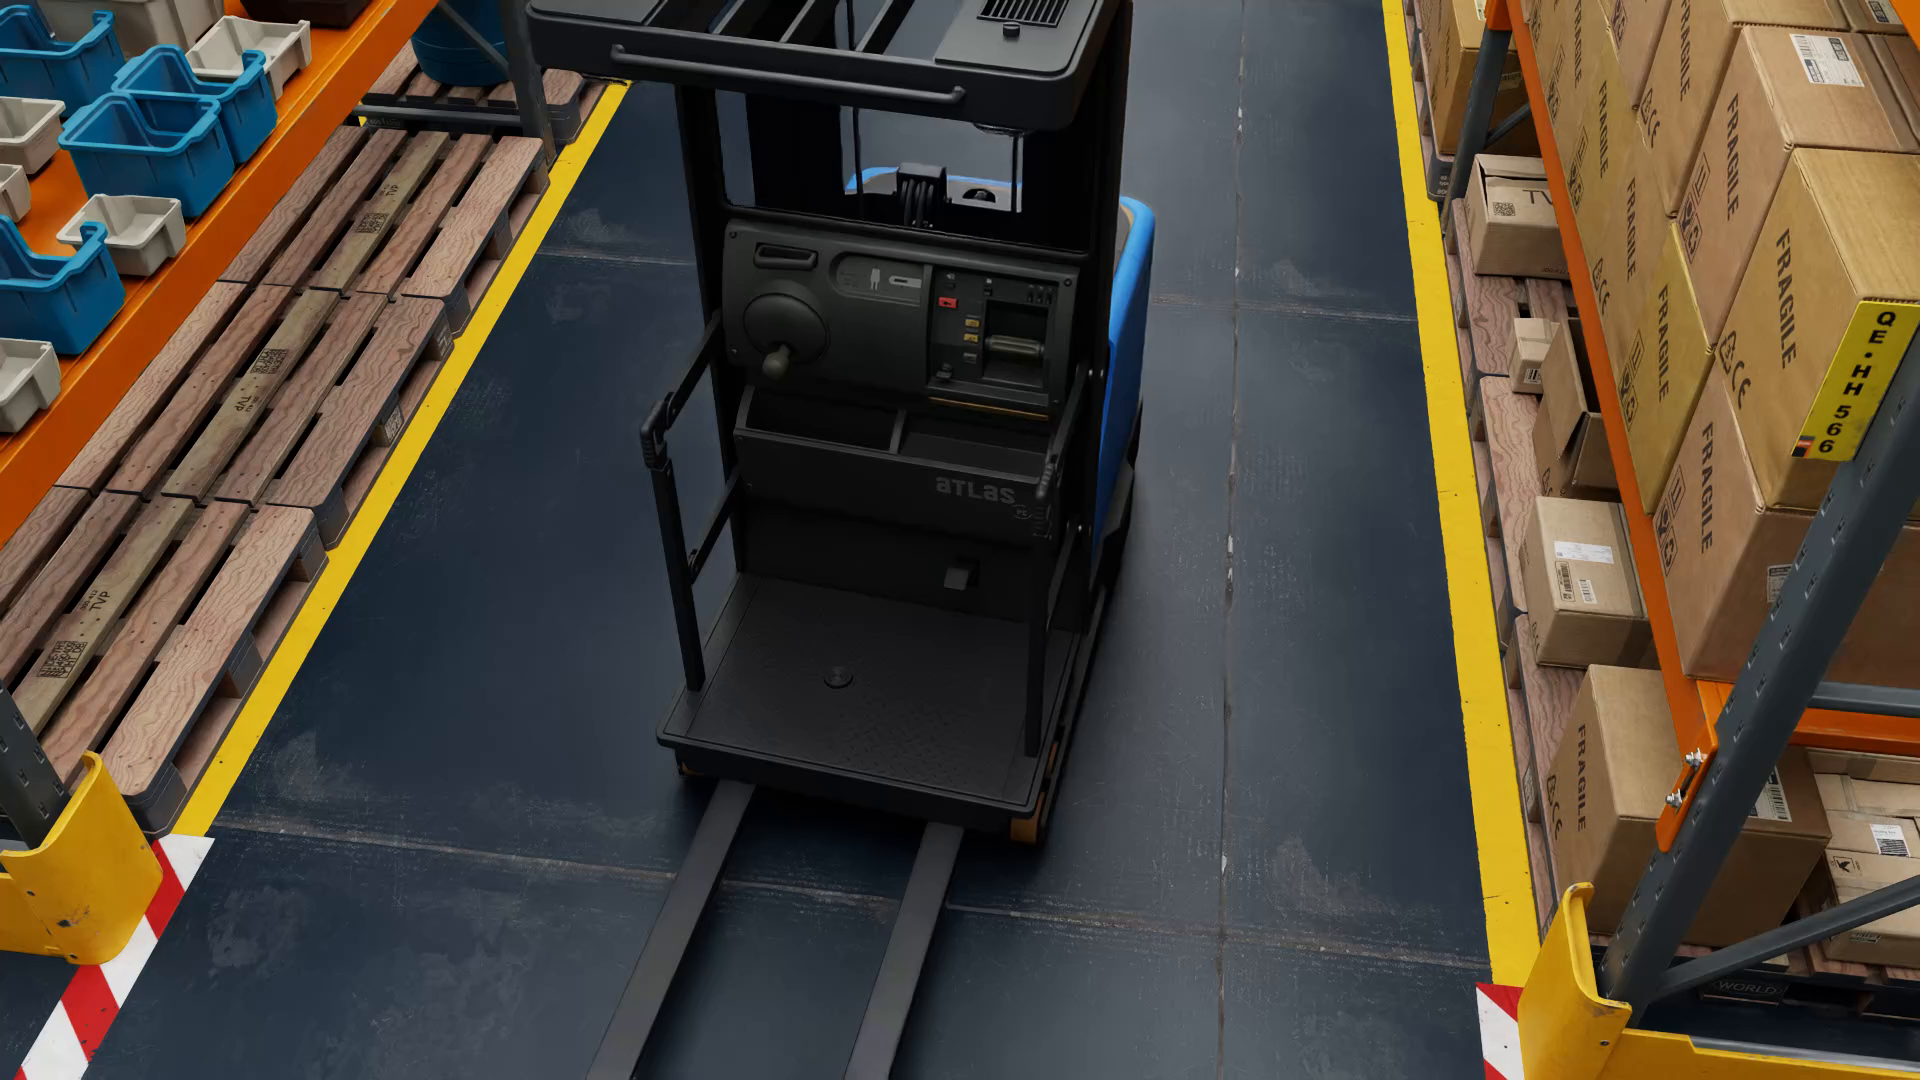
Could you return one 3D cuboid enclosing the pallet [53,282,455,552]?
[{"bbox_3d":[-2.560,-0.488,6.112,1.003,0.211,1.213,5,44,6],"label":"pallet"}]

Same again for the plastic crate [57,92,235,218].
[{"bbox_3d":[-2.338,-1.109,4.818,0.416,0.233,0.300,5,44,6],"label":"plastic crate"}]

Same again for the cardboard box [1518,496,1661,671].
[{"bbox_3d":[2.022,0.141,5.099,0.500,0.250,0.500,5,44,6],"label":"cardboard box"}]

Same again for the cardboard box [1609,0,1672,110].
[{"bbox_3d":[2.023,-1.436,4.285,0.500,0.500,0.500,6,44,7],"label":"cardboard box"}]

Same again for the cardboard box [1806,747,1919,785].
[{"bbox_3d":[2.458,0.493,4.727,0.500,0.250,0.500,5,44,6],"label":"cardboard box"}]

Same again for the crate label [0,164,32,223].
[{"bbox_3d":[-2.877,-0.999,4.772,0.396,0.136,0.243,5,44,6],"label":"crate label"}]

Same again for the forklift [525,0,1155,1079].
[{"bbox_3d":[-0.215,-0.481,4.126,1.130,2.935,3.031,10,44,10],"label":"forklift"}]

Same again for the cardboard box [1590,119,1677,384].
[{"bbox_3d":[1.964,-0.720,4.256,0.500,0.500,0.500,6,44,6],"label":"cardboard box"}]

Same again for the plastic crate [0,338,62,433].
[{"bbox_3d":[-2.387,-0.388,4.126,0.250,0.136,0.298,5,44,6],"label":"plastic crate"}]

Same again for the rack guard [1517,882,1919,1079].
[{"bbox_3d":[2.049,1.196,4.123,1.175,0.500,0.348,5,44,6],"label":"rack guard"}]

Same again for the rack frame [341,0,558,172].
[{"bbox_3d":[-2.342,-2.839,6.566,1.000,3.000,0.127,5,44,6],"label":"rack frame"}]

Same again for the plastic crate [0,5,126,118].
[{"bbox_3d":[-2.854,-1.497,5.227,0.416,0.233,0.300,5,44,6],"label":"plastic crate"}]

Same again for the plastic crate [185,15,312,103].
[{"bbox_3d":[-2.274,-1.551,5.354,0.293,0.136,0.466,5,44,6],"label":"plastic crate"}]

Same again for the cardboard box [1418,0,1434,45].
[{"bbox_3d":[2.489,-2.678,7.895,0.500,0.500,0.500,6,44,6],"label":"cardboard box"}]

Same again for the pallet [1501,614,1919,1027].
[{"bbox_3d":[2.153,0.758,4.797,1.003,0.211,1.213,5,44,6],"label":"pallet"}]

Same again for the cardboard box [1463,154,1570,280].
[{"bbox_3d":[2.297,-1.303,6.580,0.500,0.311,0.500,5,44,6],"label":"cardboard box"}]

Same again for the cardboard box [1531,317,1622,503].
[{"bbox_3d":[2.324,-0.358,5.443,0.797,0.503,0.637,5,44,6],"label":"cardboard box"}]

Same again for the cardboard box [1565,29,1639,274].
[{"bbox_3d":[2.031,-1.063,4.618,0.500,0.500,0.500,5,44,5],"label":"cardboard box"}]

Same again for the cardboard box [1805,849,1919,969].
[{"bbox_3d":[2.435,0.961,4.306,0.380,0.149,0.250,5,44,6],"label":"cardboard box"}]

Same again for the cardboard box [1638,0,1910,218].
[{"bbox_3d":[1.955,-1.086,3.915,0.500,0.500,0.500,6,44,7],"label":"cardboard box"}]

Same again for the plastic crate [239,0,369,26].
[{"bbox_3d":[-2.224,-1.973,5.809,0.437,0.125,0.590,5,44,6],"label":"plastic crate"}]

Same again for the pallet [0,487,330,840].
[{"bbox_3d":[-2.723,0.341,5.236,1.003,0.211,1.213,5,44,6],"label":"pallet"}]

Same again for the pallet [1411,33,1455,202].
[{"bbox_3d":[2.637,-1.931,7.636,1.003,0.211,1.213,5,44,6],"label":"pallet"}]

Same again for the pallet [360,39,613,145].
[{"bbox_3d":[-2.199,-2.348,8.077,1.003,0.211,1.213,5,44,6],"label":"pallet"}]

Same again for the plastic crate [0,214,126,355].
[{"bbox_3d":[-2.425,-0.661,4.344,0.416,0.233,0.300,5,44,6],"label":"plastic crate"}]

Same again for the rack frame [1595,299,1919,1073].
[{"bbox_3d":[2.039,0.340,3.209,1.000,3.000,0.127,5,44,6],"label":"rack frame"}]

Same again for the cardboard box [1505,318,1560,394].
[{"bbox_3d":[2.193,-0.660,6.006,0.380,0.166,0.250,5,44,6],"label":"cardboard box"}]

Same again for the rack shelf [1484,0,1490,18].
[{"bbox_3d":[2.832,-3.488,7.775,1.077,0.370,4.000,5,44,6],"label":"rack shelf"}]

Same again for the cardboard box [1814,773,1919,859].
[{"bbox_3d":[2.468,0.785,4.480,0.380,0.166,0.250,5,44,6],"label":"cardboard box"}]

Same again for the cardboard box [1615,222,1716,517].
[{"bbox_3d":[1.893,-0.380,3.897,0.500,0.500,0.500,6,44,6],"label":"cardboard box"}]

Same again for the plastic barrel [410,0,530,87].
[{"bbox_3d":[-2.253,-2.599,7.533,0.600,0.901,0.708,5,44,6],"label":"plastic barrel"}]

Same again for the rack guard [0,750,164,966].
[{"bbox_3d":[-2.861,0.813,4.528,1.175,0.500,0.348,5,44,6],"label":"rack guard"}]

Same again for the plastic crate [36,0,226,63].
[{"bbox_3d":[-2.727,-1.794,5.505,0.437,0.282,0.530,5,44,6],"label":"plastic crate"}]

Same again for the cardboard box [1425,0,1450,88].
[{"bbox_3d":[2.422,-2.337,7.534,0.500,0.500,0.500,5,44,6],"label":"cardboard box"}]

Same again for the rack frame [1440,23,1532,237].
[{"bbox_3d":[2.567,-2.386,6.088,1.000,3.000,0.127,5,44,6],"label":"rack frame"}]

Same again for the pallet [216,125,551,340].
[{"bbox_3d":[-2.401,-1.322,6.992,1.003,0.211,1.213,5,44,6],"label":"pallet"}]

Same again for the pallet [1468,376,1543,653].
[{"bbox_3d":[2.317,-0.072,5.672,1.003,0.211,1.213,5,44,6],"label":"pallet"}]

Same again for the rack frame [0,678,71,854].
[{"bbox_3d":[-2.871,-0.113,3.687,1.000,3.000,0.127,5,44,6],"label":"rack frame"}]

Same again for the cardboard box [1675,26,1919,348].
[{"bbox_3d":[1.891,-0.732,3.541,0.500,0.500,0.500,6,44,7],"label":"cardboard box"}]

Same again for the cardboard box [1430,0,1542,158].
[{"bbox_3d":[2.348,-2.000,7.179,0.500,0.500,0.500,5,44,5],"label":"cardboard box"}]

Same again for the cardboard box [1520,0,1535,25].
[{"bbox_3d":[2.230,-2.100,5.713,0.500,0.500,0.500,6,44,7],"label":"cardboard box"}]

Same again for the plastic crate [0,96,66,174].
[{"bbox_3d":[-2.857,-1.203,4.987,0.298,0.136,0.250,5,44,6],"label":"plastic crate"}]

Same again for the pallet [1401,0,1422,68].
[{"bbox_3d":[2.796,-2.765,8.517,1.003,0.211,1.213,5,44,6],"label":"pallet"}]

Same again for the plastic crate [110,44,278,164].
[{"bbox_3d":[-2.298,-1.314,5.034,0.416,0.233,0.300,5,44,6],"label":"plastic crate"}]

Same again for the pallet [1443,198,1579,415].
[{"bbox_3d":[2.476,-0.905,6.553,1.003,0.211,1.213,5,44,6],"label":"pallet"}]

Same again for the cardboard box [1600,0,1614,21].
[{"bbox_3d":[2.090,-1.788,4.657,0.500,0.500,0.500,4,44,4],"label":"cardboard box"}]

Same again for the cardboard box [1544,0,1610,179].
[{"bbox_3d":[2.097,-1.410,4.984,0.500,0.500,0.500,5,44,5],"label":"cardboard box"}]

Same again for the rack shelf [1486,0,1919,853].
[{"bbox_3d":[2.303,-0.762,4.896,1.077,0.370,4.000,5,44,6],"label":"rack shelf"}]

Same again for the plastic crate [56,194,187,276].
[{"bbox_3d":[-2.298,-0.850,4.615,0.250,0.136,0.298,5,44,6],"label":"plastic crate"}]

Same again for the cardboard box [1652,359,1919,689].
[{"bbox_3d":[1.828,-0.026,3.523,0.500,0.500,0.500,6,44,7],"label":"cardboard box"}]

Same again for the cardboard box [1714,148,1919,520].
[{"bbox_3d":[1.825,-0.388,3.178,0.500,0.500,0.500,5,44,5],"label":"cardboard box"}]

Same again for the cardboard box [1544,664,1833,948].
[{"bbox_3d":[1.866,0.695,4.332,0.500,0.500,0.500,5,44,6],"label":"cardboard box"}]

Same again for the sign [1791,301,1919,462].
[{"bbox_3d":[1.491,-0.259,2.770,0.100,0.325,0.005,5,44,6],"label":"sign"}]

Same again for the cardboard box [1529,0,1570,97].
[{"bbox_3d":[2.165,-1.750,5.344,0.500,0.500,0.500,6,44,6],"label":"cardboard box"}]
